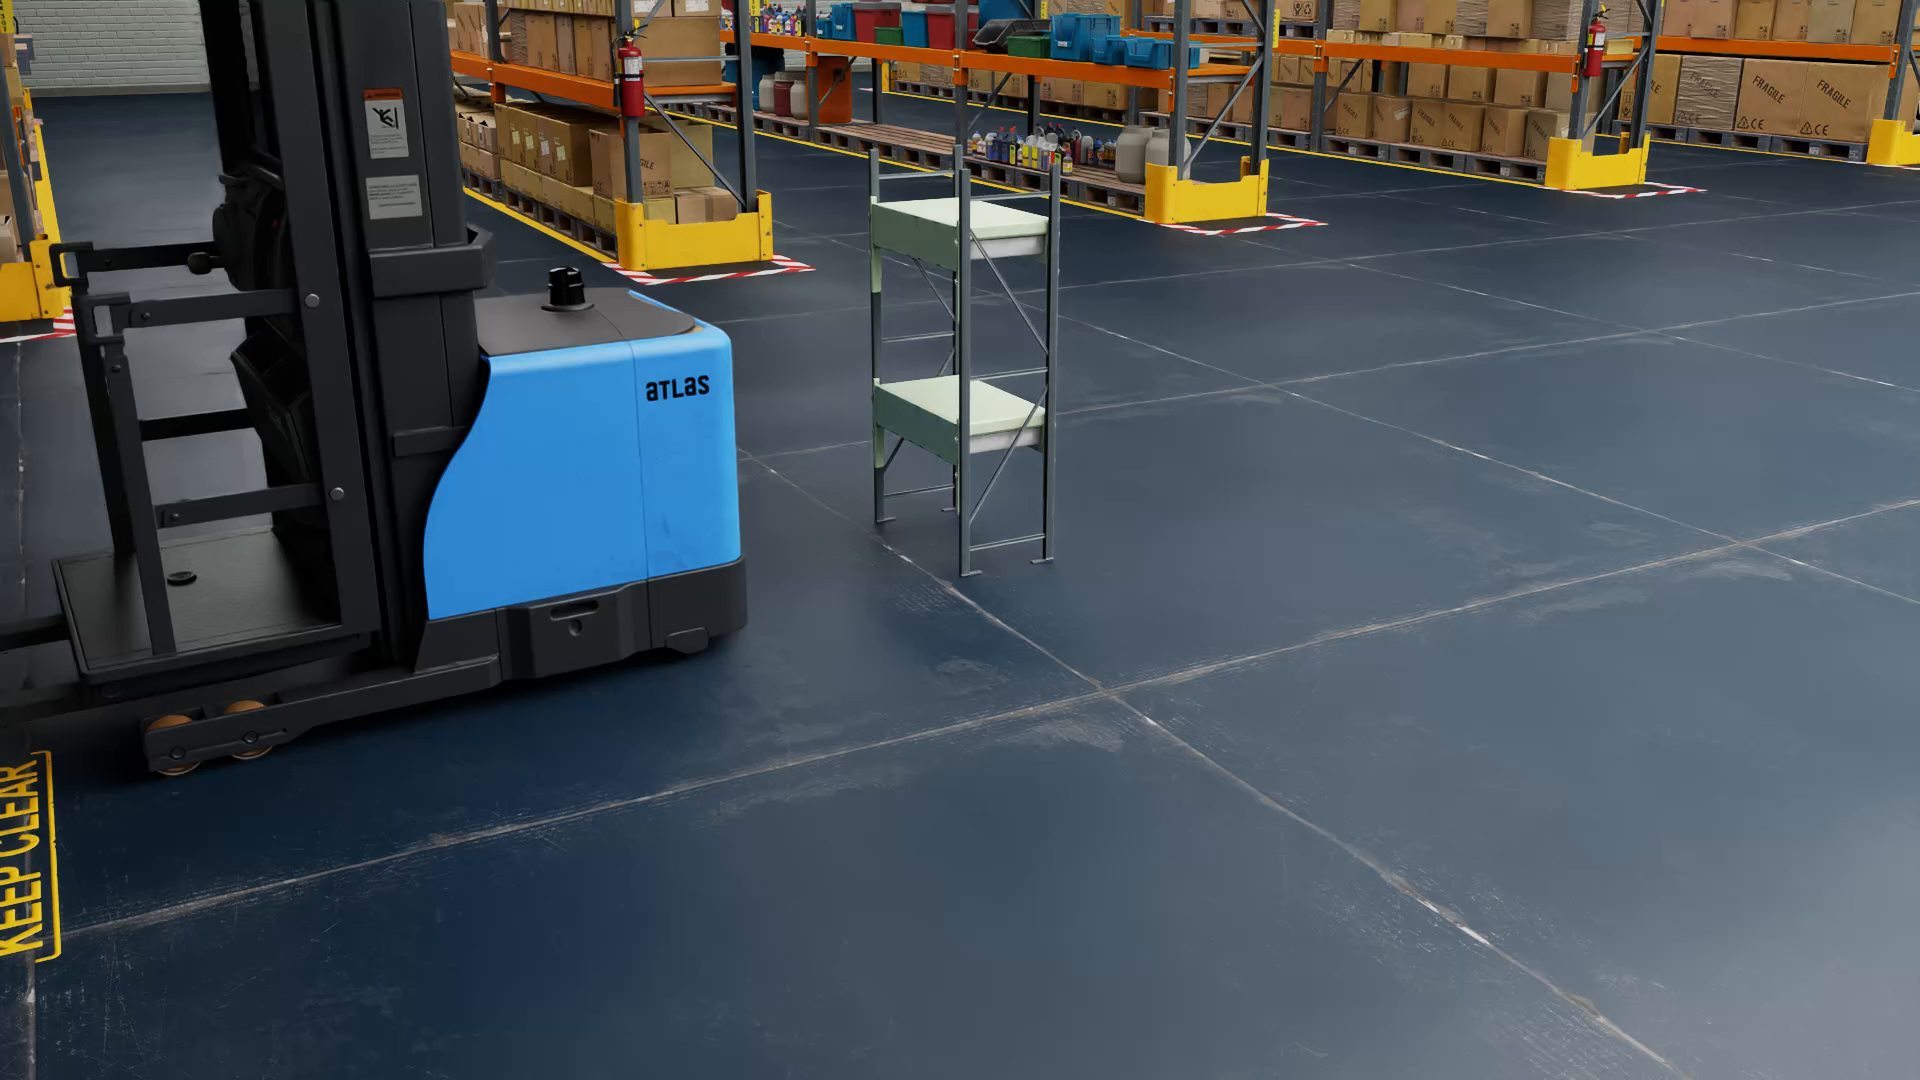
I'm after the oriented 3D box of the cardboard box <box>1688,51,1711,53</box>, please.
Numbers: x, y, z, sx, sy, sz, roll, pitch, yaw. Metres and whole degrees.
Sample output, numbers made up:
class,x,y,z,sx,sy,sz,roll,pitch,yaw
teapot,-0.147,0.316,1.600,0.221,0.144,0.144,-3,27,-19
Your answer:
class,x,y,z,sx,sy,sz,roll,pitch,yaw
cardboard box,14.590,-9.408,32.487,0.500,0.500,0.500,-11,22,-28

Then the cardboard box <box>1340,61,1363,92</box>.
class,x,y,z,sx,sy,sz,roll,pitch,yaw
cardboard box,6.502,-7.462,26.845,0.500,0.500,0.500,-9,21,-24

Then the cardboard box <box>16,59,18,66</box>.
class,x,y,z,sx,sy,sz,roll,pitch,yaw
cardboard box,-7.090,-3.376,12.017,0.500,0.250,0.500,-10,21,-26

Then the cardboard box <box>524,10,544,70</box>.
class,x,y,z,sx,sy,sz,roll,pitch,yaw
cardboard box,-3.473,-4.496,14.910,0.700,0.500,0.500,-10,22,-27

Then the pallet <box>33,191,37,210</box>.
class,x,y,z,sx,sy,sz,roll,pitch,yaw
pallet,-8.674,-2.863,14.603,1.003,0.211,1.213,-10,21,-27

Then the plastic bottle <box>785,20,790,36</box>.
class,x,y,z,sx,sy,sz,roll,pitch,yaw
plastic bottle,-2.246,-6.727,21.831,0.097,0.201,0.097,0,19,0

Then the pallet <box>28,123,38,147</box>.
class,x,y,z,sx,sy,sz,roll,pitch,yaw
pallet,-12.394,-5.166,21.279,1.003,0.211,1.213,-10,21,-27

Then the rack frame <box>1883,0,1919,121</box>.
class,x,y,z,sx,sy,sz,roll,pitch,yaw
rack frame,11.087,-5.850,18.987,1.000,3.000,0.127,-10,21,-27

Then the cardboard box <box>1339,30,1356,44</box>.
class,x,y,z,sx,sy,sz,roll,pitch,yaw
cardboard box,4.719,-5.958,19.685,0.380,0.149,0.250,-10,21,-27

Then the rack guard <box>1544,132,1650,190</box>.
class,x,y,z,sx,sy,sz,roll,pitch,yaw
rack guard,6.638,-3.951,17.315,1.175,0.500,0.348,-10,21,-27

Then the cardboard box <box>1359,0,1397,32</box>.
class,x,y,z,sx,sy,sz,roll,pitch,yaw
cardboard box,5.140,-6.159,19.273,0.875,0.500,0.500,-10,21,-27

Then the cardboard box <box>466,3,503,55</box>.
class,x,y,z,sx,sy,sz,roll,pitch,yaw
cardboard box,-4.784,-5.291,17.213,0.500,0.500,0.500,-10,21,-27

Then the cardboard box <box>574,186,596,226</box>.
class,x,y,z,sx,sy,sz,roll,pitch,yaw
cardboard box,-2.809,-2.726,13.505,0.500,0.250,0.500,-10,21,-27

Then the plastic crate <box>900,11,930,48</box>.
class,x,y,z,sx,sy,sz,roll,pitch,yaw
plastic crate,-0.382,-5.753,18.729,0.392,0.384,0.575,-10,21,-27

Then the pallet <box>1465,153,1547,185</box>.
class,x,y,z,sx,sy,sz,roll,pitch,yaw
pallet,6.283,-4.053,18.054,1.003,0.211,1.213,-10,21,-27

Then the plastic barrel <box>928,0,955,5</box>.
class,x,y,z,sx,sy,sz,roll,pitch,yaw
plastic barrel,-0.194,-6.075,19.431,0.433,0.535,0.433,0,19,0

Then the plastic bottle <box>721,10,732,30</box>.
class,x,y,z,sx,sy,sz,roll,pitch,yaw
plastic bottle,-3.325,-7.433,23.764,0.152,0.276,0.135,-10,21,-27

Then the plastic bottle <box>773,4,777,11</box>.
class,x,y,z,sx,sy,sz,roll,pitch,yaw
plastic bottle,-2.659,-7.552,23.994,0.144,0.351,0.185,-10,21,-27

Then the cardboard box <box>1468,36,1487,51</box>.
class,x,y,z,sx,sy,sz,roll,pitch,yaw
cardboard box,5.749,-5.398,18.062,0.380,0.149,0.250,-10,21,-27

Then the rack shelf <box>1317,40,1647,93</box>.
class,x,y,z,sx,sy,sz,roll,pitch,yaw
rack shelf,5.724,-5.345,18.625,1.077,0.370,4.000,-10,21,-27

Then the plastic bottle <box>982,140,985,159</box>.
class,x,y,z,sx,sy,sz,roll,pitch,yaw
plastic bottle,0.278,-4.159,17.702,0.097,0.201,0.097,0,19,0

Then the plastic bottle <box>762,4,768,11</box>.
class,x,y,z,sx,sy,sz,roll,pitch,yaw
plastic bottle,-2.786,-7.530,23.930,0.144,0.351,0.185,-10,21,-27

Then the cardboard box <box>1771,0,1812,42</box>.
class,x,y,z,sx,sy,sz,roll,pitch,yaw
cardboard box,10.435,-6.355,20.221,0.875,0.550,0.550,-10,21,-27

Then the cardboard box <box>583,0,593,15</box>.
class,x,y,z,sx,sy,sz,roll,pitch,yaw
cardboard box,-2.760,-4.232,13.151,0.380,0.149,0.250,-10,21,-26

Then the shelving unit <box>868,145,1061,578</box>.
class,x,y,z,sx,sy,sz,roll,pitch,yaw
shelving unit,0.003,-0.707,6.381,0.431,1.500,0.755,-10,21,-27

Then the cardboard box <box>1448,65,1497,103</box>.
class,x,y,z,sx,sy,sz,roll,pitch,yaw
cardboard box,7.916,-6.843,24.668,1.050,0.750,0.750,-10,21,-26

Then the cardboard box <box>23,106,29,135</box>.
class,x,y,z,sx,sy,sz,roll,pitch,yaw
cardboard box,-11.254,-5.015,19.219,0.750,0.750,0.750,-9,21,-25

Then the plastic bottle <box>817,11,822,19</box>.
class,x,y,z,sx,sy,sz,roll,pitch,yaw
plastic bottle,-1.913,-7.098,22.782,0.061,0.283,0.133,-10,21,-27

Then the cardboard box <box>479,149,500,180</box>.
class,x,y,z,sx,sy,sz,roll,pitch,yaw
cardboard box,-4.398,-3.699,16.323,0.500,0.250,0.500,-10,22,-27

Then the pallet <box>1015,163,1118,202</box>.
class,x,y,z,sx,sy,sz,roll,pitch,yaw
pallet,1.281,-3.624,16.810,1.003,0.211,1.213,-10,21,-27

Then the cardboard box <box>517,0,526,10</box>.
class,x,y,z,sx,sy,sz,roll,pitch,yaw
cardboard box,-3.745,-4.827,14.873,0.380,0.149,0.250,-11,22,-28

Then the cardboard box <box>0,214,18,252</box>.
class,x,y,z,sx,sy,sz,roll,pitch,yaw
cardboard box,-6.924,-2.122,11.631,0.500,0.311,0.500,-8,21,-22

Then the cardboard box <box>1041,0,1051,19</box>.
class,x,y,z,sx,sy,sz,roll,pitch,yaw
cardboard box,1.451,-8.144,25.482,0.500,0.500,0.500,-11,22,-28

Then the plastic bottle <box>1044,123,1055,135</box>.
class,x,y,z,sx,sy,sz,roll,pitch,yaw
plastic bottle,0.975,-4.307,17.903,0.144,0.351,0.185,-11,22,-28

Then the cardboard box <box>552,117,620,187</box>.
class,x,y,z,sx,sy,sz,roll,pitch,yaw
cardboard box,-3.050,-3.223,13.796,0.500,0.500,0.500,-10,21,-27

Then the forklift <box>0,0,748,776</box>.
class,x,y,z,sx,sy,sz,roll,pitch,yaw
forklift,-2.242,-0.916,4.793,3.031,2.935,1.130,-11,22,-29

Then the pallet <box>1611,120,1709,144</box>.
class,x,y,z,sx,sy,sz,roll,pitch,yaw
pallet,9.480,-5.450,22.101,1.003,0.211,1.213,-10,21,-27

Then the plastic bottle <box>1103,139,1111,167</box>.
class,x,y,z,sx,sy,sz,roll,pitch,yaw
plastic bottle,1.518,-3.958,17.011,0.097,0.271,0.097,0,19,0

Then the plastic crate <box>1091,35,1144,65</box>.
class,x,y,z,sx,sy,sz,roll,pitch,yaw
plastic crate,1.511,-4.558,15.470,0.499,0.251,0.408,-10,21,-27

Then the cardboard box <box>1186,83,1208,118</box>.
class,x,y,z,sx,sy,sz,roll,pitch,yaw
cardboard box,3.485,-6.087,22.831,0.700,0.500,0.500,-12,22,-31

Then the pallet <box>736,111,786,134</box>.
class,x,y,z,sx,sy,sz,roll,pitch,yaw
pallet,-2.470,-5.892,23.382,1.003,0.211,1.213,-10,21,-27

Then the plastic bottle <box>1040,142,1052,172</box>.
class,x,y,z,sx,sy,sz,roll,pitch,yaw
plastic bottle,0.896,-3.840,16.662,0.152,0.276,0.135,-11,22,-28

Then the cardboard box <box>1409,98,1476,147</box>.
class,x,y,z,sx,sy,sz,roll,pitch,yaw
cardboard box,5.572,-4.826,19.206,0.500,0.500,0.500,-12,22,-31

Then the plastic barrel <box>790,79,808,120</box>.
class,x,y,z,sx,sy,sz,roll,pitch,yaw
plastic barrel,-2.078,-5.949,22.443,0.421,0.512,0.421,0,19,0

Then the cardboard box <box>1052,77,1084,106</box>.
class,x,y,z,sx,sy,sz,roll,pitch,yaw
cardboard box,2.149,-7.060,25.106,1.225,0.875,0.875,-10,21,-26

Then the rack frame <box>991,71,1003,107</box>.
class,x,y,z,sx,sy,sz,roll,pitch,yaw
rack frame,0.976,-8.556,26.827,1.000,3.000,0.127,-10,21,-27

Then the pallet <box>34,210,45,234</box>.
class,x,y,z,sx,sy,sz,roll,pitch,yaw
pallet,-7.953,-2.452,13.413,1.003,0.211,1.213,-10,21,-27

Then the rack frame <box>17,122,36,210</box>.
class,x,y,z,sx,sy,sz,roll,pitch,yaw
rack frame,-8.303,-3.957,13.502,1.000,3.000,0.127,-10,21,-27

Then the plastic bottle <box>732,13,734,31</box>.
class,x,y,z,sx,sy,sz,roll,pitch,yaw
plastic bottle,-3.163,-7.307,23.388,0.061,0.283,0.133,-10,21,-27

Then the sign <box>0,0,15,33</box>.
class,x,y,z,sx,sy,sz,roll,pitch,yaw
sign,-5.926,-3.302,10.276,0.100,0.325,0.005,-10,21,-27

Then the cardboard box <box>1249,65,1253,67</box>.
class,x,y,z,sx,sy,sz,roll,pitch,yaw
cardboard box,4.959,-8.328,29.437,0.380,0.149,0.250,-10,21,-26

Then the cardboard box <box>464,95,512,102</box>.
class,x,y,z,sx,sy,sz,roll,pitch,yaw
cardboard box,-5.379,-4.926,19.019,0.500,0.311,0.500,-9,21,-25
